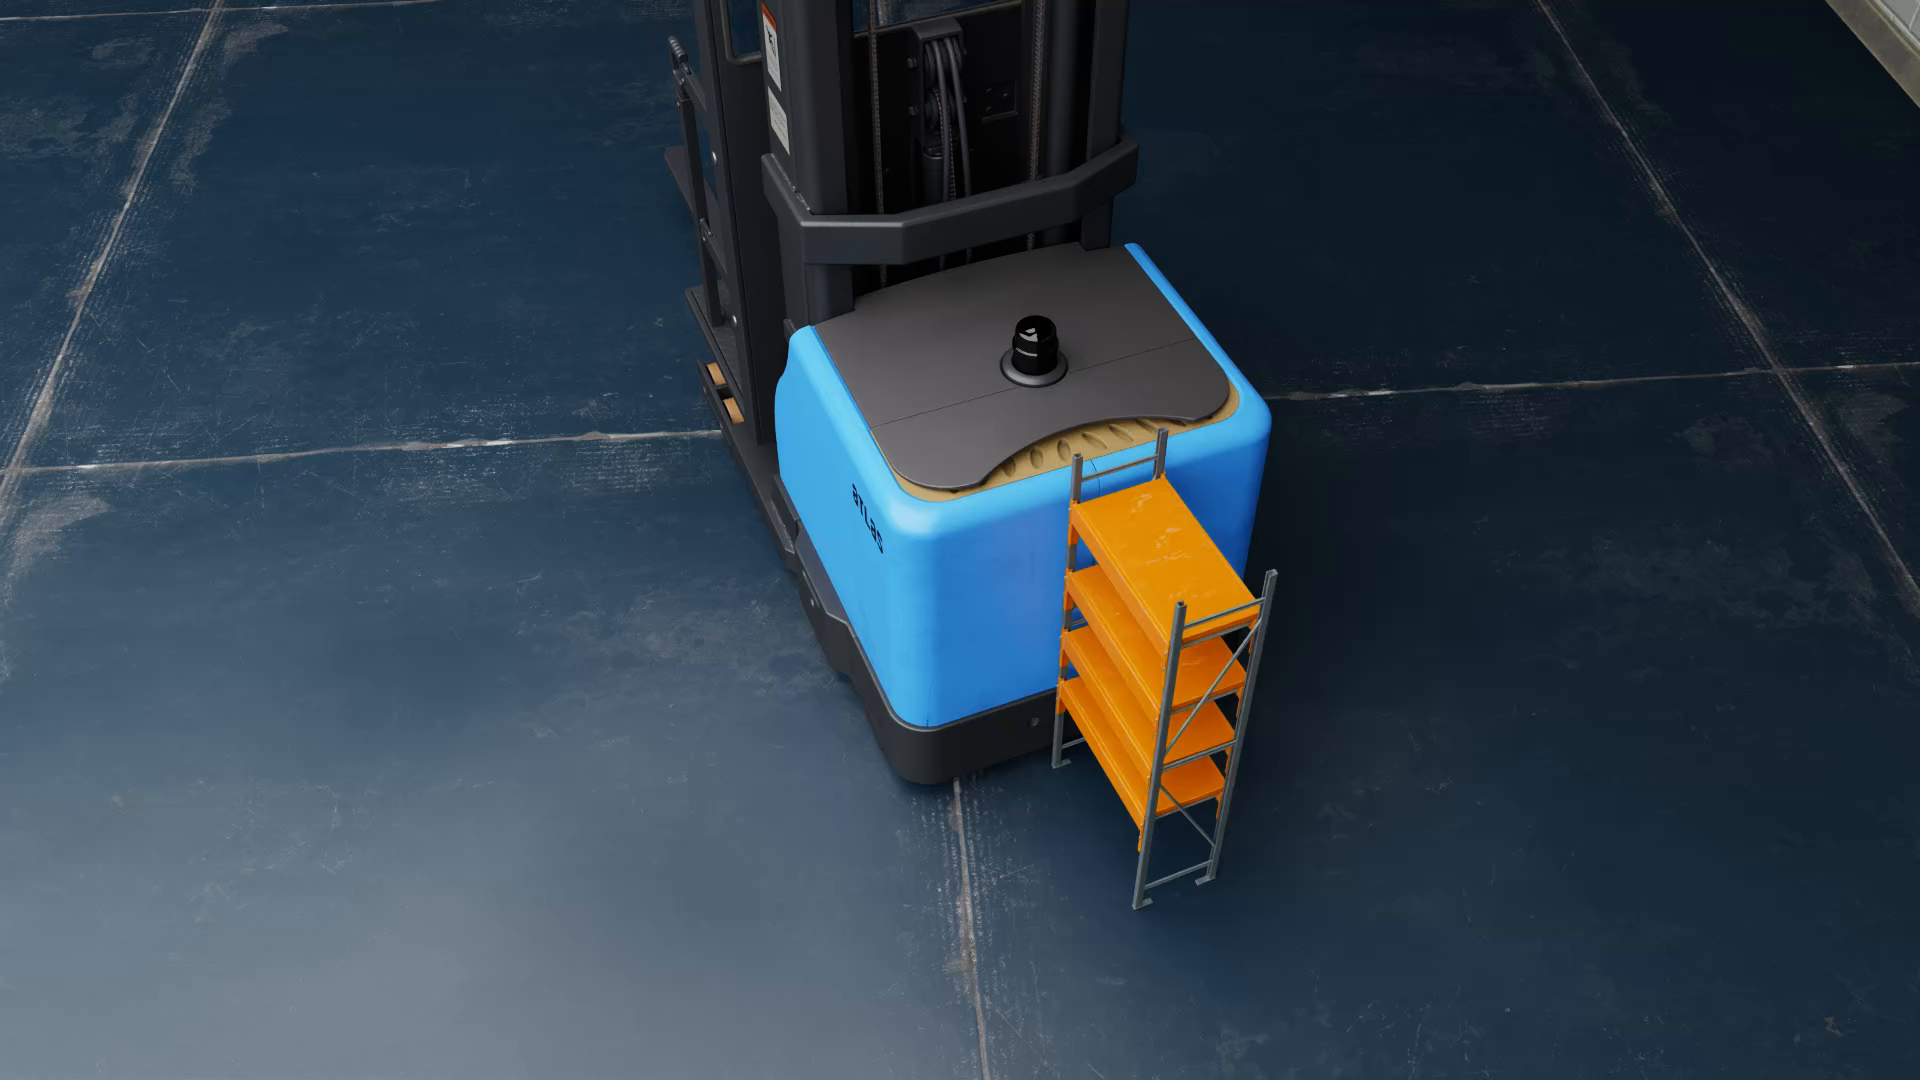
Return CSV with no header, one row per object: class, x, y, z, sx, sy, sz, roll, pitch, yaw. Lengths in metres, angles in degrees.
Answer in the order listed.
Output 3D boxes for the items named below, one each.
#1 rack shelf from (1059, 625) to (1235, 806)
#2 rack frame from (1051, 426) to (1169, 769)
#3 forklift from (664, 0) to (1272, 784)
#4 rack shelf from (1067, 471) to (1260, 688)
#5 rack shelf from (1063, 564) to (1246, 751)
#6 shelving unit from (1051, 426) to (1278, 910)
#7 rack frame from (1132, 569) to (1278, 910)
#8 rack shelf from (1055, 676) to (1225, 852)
rack shelf,0.466,0.397,4.140,0.258,0.148,0.480,-17,49,-16
rack frame,0.369,0.189,4.245,0.240,1.200,0.015,-17,49,-16
forklift,-0.240,-1.431,4.587,1.130,2.935,3.031,-17,49,-15
rack shelf,0.466,0.081,3.806,0.258,0.148,0.480,-17,49,-16
rack shelf,0.466,0.244,3.977,0.258,0.148,0.480,-17,49,-16
shelving unit,0.466,0.351,4.091,0.258,1.200,0.503,-17,49,-16
rack frame,0.563,0.514,3.937,0.240,1.200,0.015,-17,49,-16
rack shelf,0.466,0.534,4.284,0.258,0.148,0.480,-17,49,-16
